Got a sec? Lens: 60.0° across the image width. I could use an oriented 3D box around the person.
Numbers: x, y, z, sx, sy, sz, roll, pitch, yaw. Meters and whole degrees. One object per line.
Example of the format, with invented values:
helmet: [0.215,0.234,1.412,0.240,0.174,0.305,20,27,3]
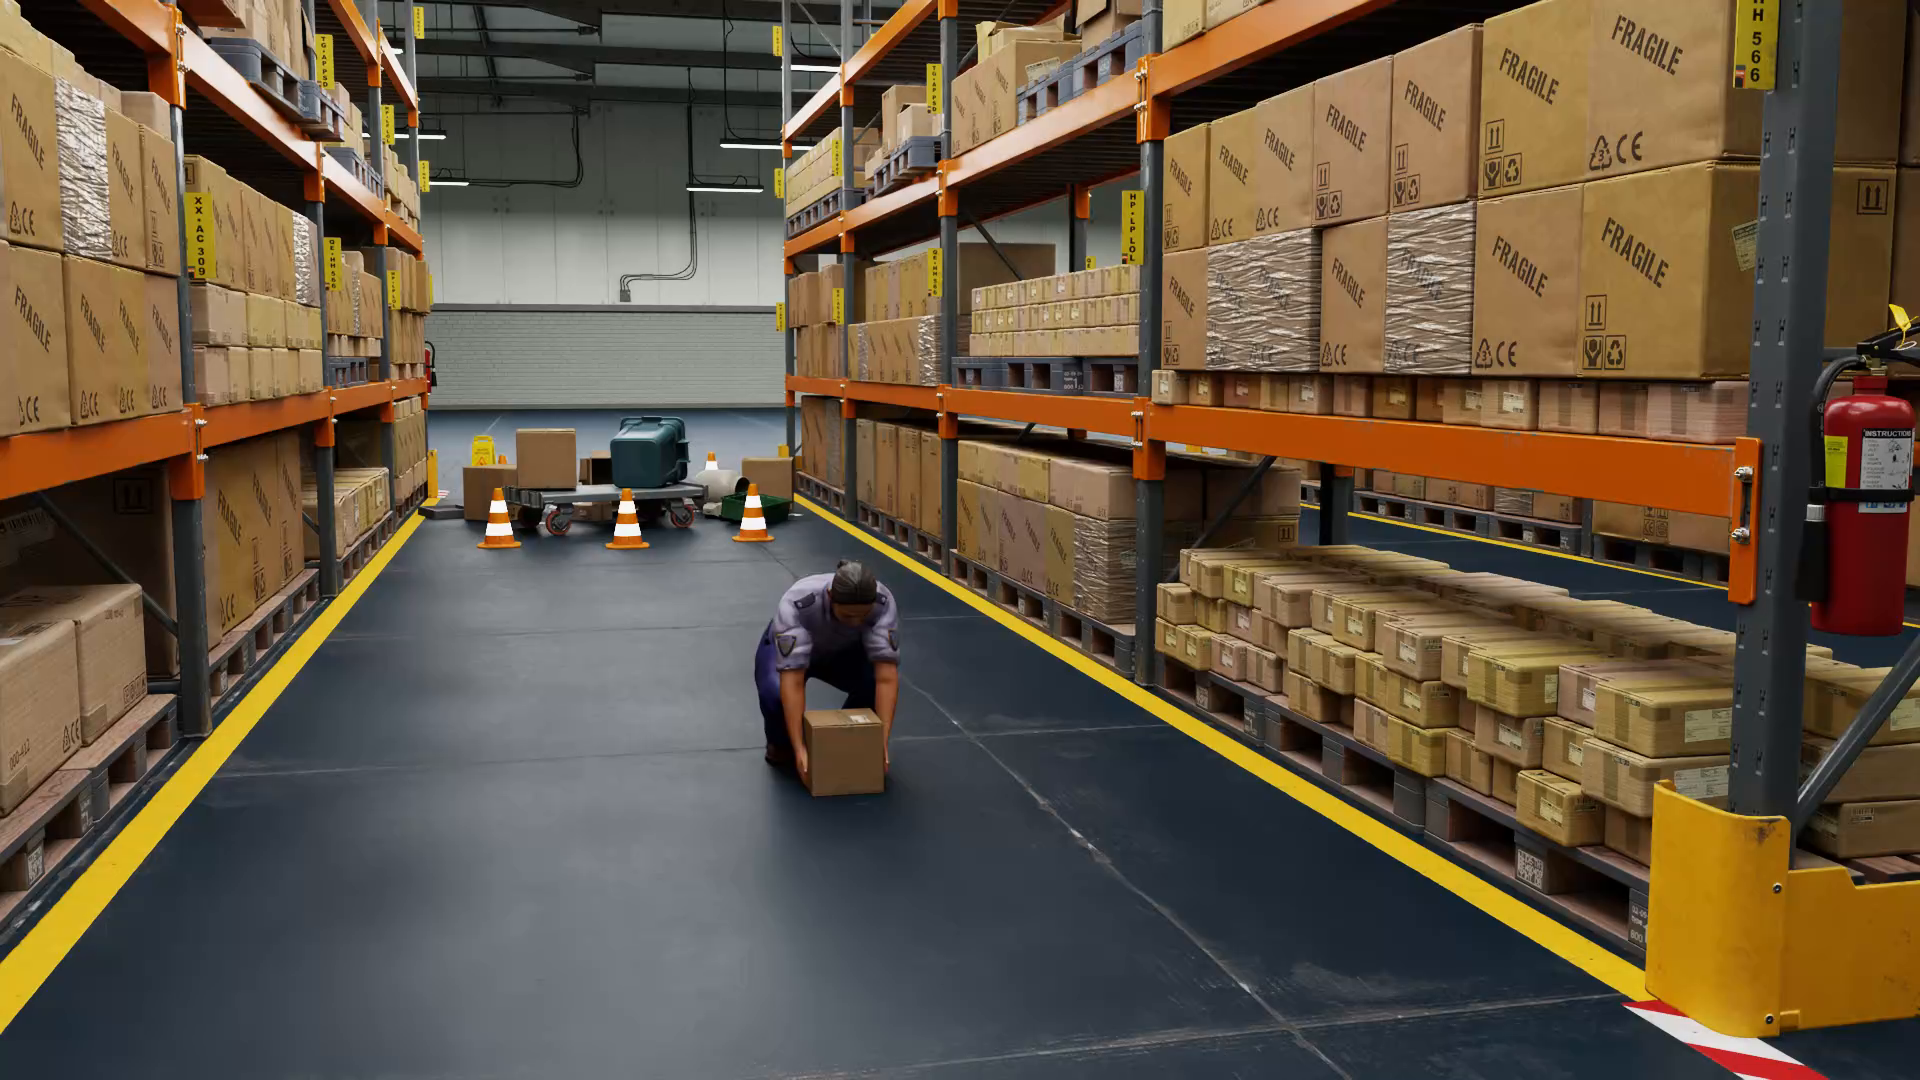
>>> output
person: [-0.502,0.443,6.150,0.516,0.804,0.822,-2,6,-14]
